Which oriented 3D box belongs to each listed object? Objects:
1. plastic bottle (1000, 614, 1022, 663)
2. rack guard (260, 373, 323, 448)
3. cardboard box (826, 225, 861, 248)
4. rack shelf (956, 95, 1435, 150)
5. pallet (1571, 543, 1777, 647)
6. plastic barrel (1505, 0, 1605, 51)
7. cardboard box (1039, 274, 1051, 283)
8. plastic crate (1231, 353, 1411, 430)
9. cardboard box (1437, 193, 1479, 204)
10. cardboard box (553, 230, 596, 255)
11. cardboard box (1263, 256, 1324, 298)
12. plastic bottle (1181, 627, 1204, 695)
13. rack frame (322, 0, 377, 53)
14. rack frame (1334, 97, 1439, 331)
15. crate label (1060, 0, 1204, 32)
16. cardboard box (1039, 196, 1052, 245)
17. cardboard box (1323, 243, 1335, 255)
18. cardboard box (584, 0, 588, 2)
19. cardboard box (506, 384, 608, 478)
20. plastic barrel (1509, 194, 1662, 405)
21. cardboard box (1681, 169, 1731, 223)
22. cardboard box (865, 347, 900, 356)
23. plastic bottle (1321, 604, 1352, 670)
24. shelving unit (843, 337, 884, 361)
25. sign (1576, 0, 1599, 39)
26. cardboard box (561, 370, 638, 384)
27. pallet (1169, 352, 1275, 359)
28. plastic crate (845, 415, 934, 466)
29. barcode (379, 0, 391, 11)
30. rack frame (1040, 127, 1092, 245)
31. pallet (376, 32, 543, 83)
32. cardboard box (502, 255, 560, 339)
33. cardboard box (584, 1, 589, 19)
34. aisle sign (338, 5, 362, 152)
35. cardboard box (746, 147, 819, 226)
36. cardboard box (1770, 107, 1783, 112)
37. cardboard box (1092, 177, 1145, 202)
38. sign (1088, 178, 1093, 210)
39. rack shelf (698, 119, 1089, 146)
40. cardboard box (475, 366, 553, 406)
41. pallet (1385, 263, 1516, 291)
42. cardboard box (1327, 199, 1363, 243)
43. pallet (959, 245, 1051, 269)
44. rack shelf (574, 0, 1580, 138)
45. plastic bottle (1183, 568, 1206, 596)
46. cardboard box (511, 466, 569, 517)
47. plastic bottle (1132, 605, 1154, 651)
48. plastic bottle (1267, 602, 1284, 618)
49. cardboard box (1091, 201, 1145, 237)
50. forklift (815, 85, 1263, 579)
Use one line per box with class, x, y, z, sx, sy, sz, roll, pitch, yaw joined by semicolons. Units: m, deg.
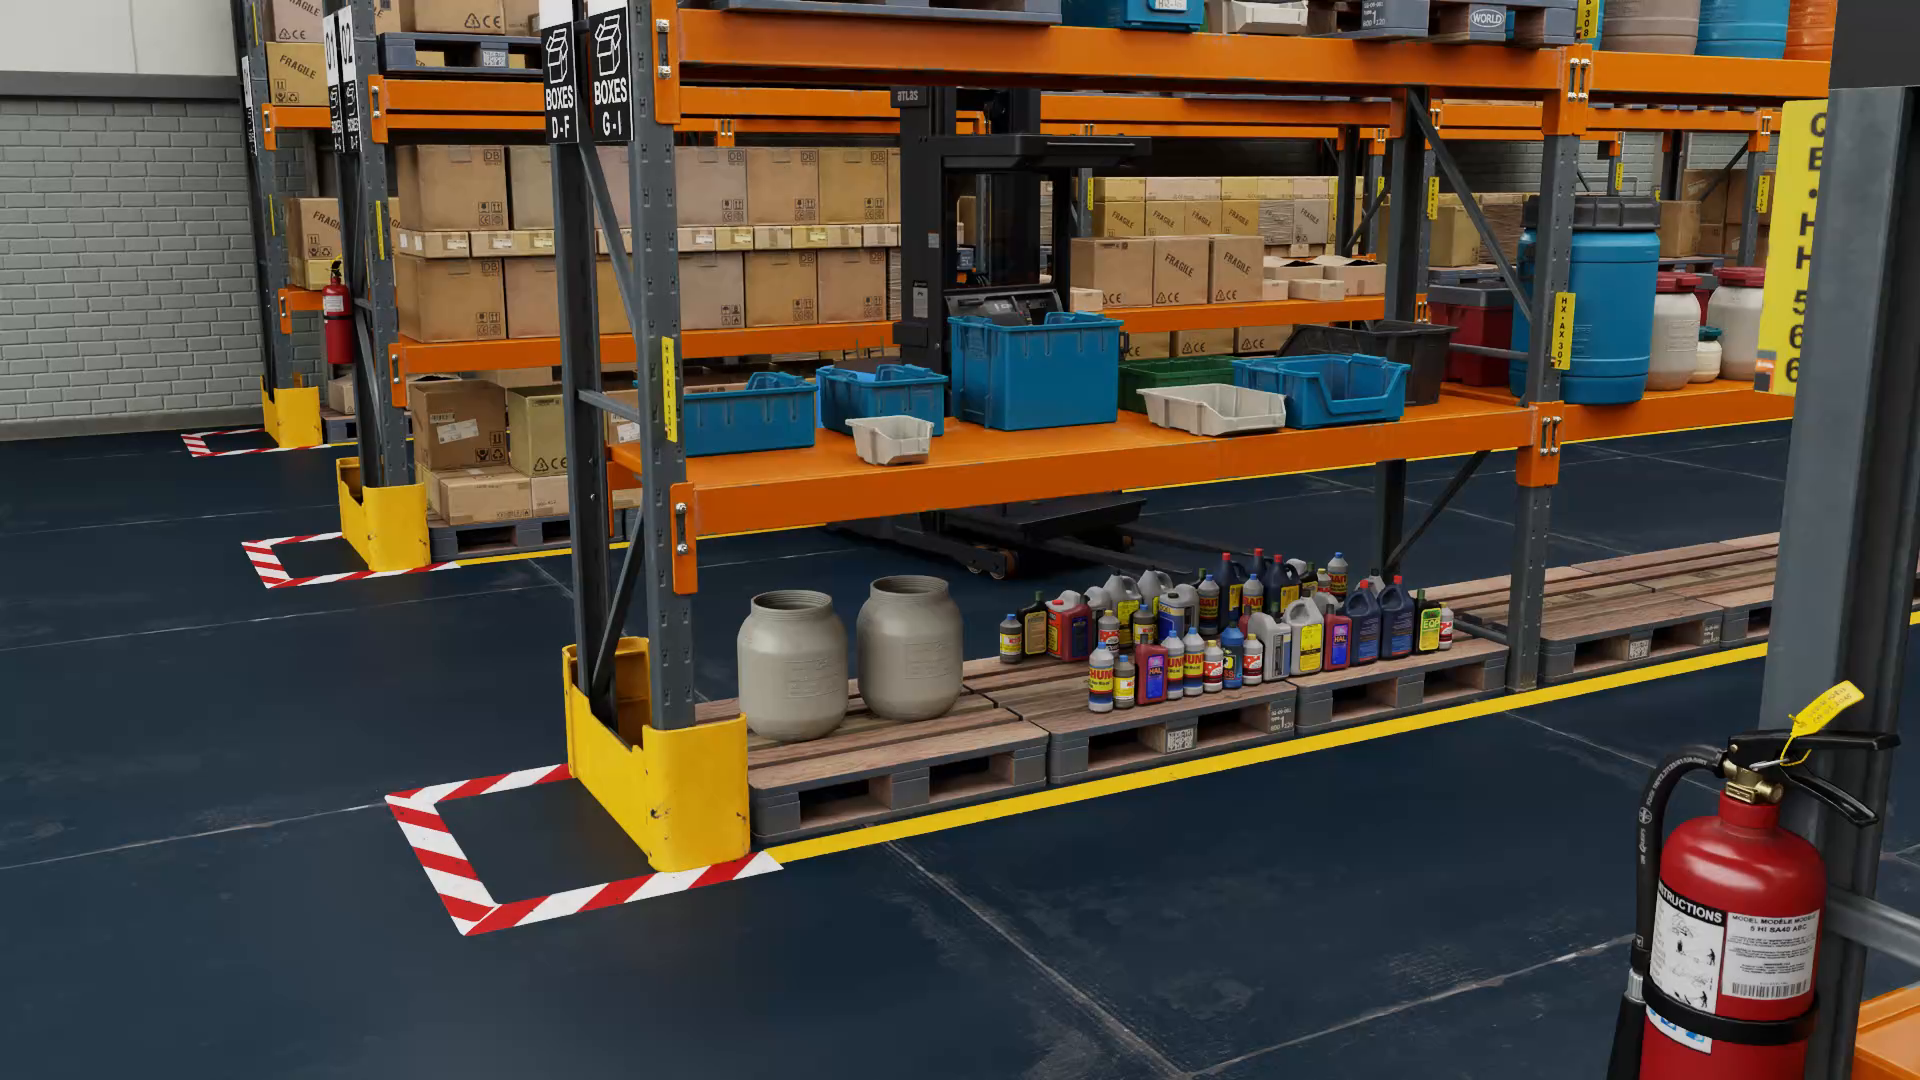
plastic bottle;0.222;0.425;7.261;0.097;0.201;0.097;0;13;0
rack guard;-5.860;-1.146;14.562;0.348;0.500;1.175;-7;14;-28
cardboard box;-0.852;-2.038;11.126;0.250;0.149;0.380;-7;14;-28
rack shelf;1.716;-3.147;12.566;4.000;0.370;1.077;-7;14;-28
pallet;4.074;0.272;8.919;1.213;0.211;1.003;-7;14;-28
plastic barrel;2.673;-2.672;7.677;0.708;0.901;0.600;-7;14;-28
cardboard box;0.372;-1.811;12.165;0.500;0.250;0.500;-6;14;-24
plastic crate;1.490;-0.628;6.904;0.616;0.251;0.499;-7;14;-28
cardboard box;5.733;-3.896;20.404;0.700;0.700;0.980;-7;15;-29
cardboard box;-2.430;-1.848;10.286;0.250;0.149;0.380;-7;14;-29
cardboard box;2.594;-2.144;13.509;0.500;0.311;0.500;-7;14;-29
plastic bottle;0.949;0.491;6.807;0.097;0.271;0.097;0;13;0
rack frame;-3.550;-4.330;9.353;0.127;3.000;1.000;-7;14;-28
rack frame;3.472;-2.245;13.751;0.127;3.000;1.000;-7;14;-28
crate label;0.621;-1.972;6.047;0.408;0.251;0.502;-7;14;-28
cardboard box;0.687;-3.411;17.704;0.500;0.500;0.700;-9;15;-34
cardboard box;4.235;-3.386;19.348;0.250;0.149;0.380;-7;14;-27
cardboard box;-3.204;-4.623;14.936;0.500;0.500;0.500;-6;14;-25
cardboard box;-2.535;-0.699;10.481;0.500;0.500;0.500;-7;14;-28
plastic barrel;2.815;-1.096;7.504;0.708;0.901;0.600;-7;14;-28
cardboard box;7.303;-3.305;15.958;0.500;0.500;0.500;-7;14;-28
cardboard box;-0.881;-1.964;17.194;0.500;0.500;0.700;-7;14;-27
plastic bottle;1.612;0.410;7.138;0.133;0.283;0.061;-6;14;-24
shelving unit;-0.597;-0.740;11.124;0.189;1.200;0.258;-8;6;-28
sign;2.585;-2.229;6.831;0.005;0.325;0.100;-7;14;-28
cardboard box;-2.351;-0.854;11.170;0.500;0.500;0.500;-7;14;-28
pallet;2.893;-2.034;19.168;1.213;0.211;1.003;-7;14;-28
plastic crate;-0.240;-0.352;5.940;0.250;0.136;0.298;-7;14;-28
barcode;-3.516;-3.274;10.173;0.075;0.075;0.001;-7;14;-28
rack frame;1.095;-3.199;17.991;0.127;3.000;1.000;-7;14;-28
pallet;-2.917;-2.893;10.000;1.213;0.211;1.003;-7;14;-28
cardboard box;-2.675;-1.555;10.457;0.500;0.500;0.700;-6;14;-26
cardboard box;-2.178;-3.327;10.654;0.500;0.311;0.500;-5;14;-21
aisle sign;-3.461;-2.605;9.433;0.004;0.787;0.394;-7;14;-28
cardboard box;-1.308;-2.352;11.044;0.500;0.500;0.700;-7;14;-28
cardboard box;7.528;-4.059;15.323;0.500;0.250;0.500;-7;14;-28
cardboard box;1.642;-3.769;17.868;0.500;0.250;0.500;-6;14;-27
sign;1.363;-3.622;17.413;0.005;0.325;0.100;-7;14;-28
rack shelf;-0.660;-4.101;16.806;4.000;0.370;1.077;-7;14;-28
cardboard box;-4.108;-1.535;15.291;0.500;0.500;0.700;-8;15;-31
pallet;4.033;-2.236;14.149;1.003;0.211;1.213;-7;14;-28
cardboard box;4.322;-3.726;19.384;0.500;0.500;0.500;-7;15;-29
pallet;0.521;-3.010;17.588;1.003;0.211;1.213;-7;14;-28
rack shelf;0.576;-1.771;6.453;4.000;0.370;1.077;-7;14;-28
plastic bottle;1.093;0.276;7.736;0.133;0.283;0.061;-6;14;-25
cardboard box;-2.536;-0.333;10.564;0.500;0.250;0.500;-7;14;-28
plastic bottle;0.818;0.389;7.418;0.097;0.201;0.097;0;13;0
plastic bottle;1.380;0.402;7.175;0.133;0.283;0.061;-7;14;-28
cardboard box;1.644;-3.404;17.953;0.500;0.500;0.500;-6;14;-26
forklift;0.421;-1.329;9.838;1.130;2.935;3.031;-11;17;-41
